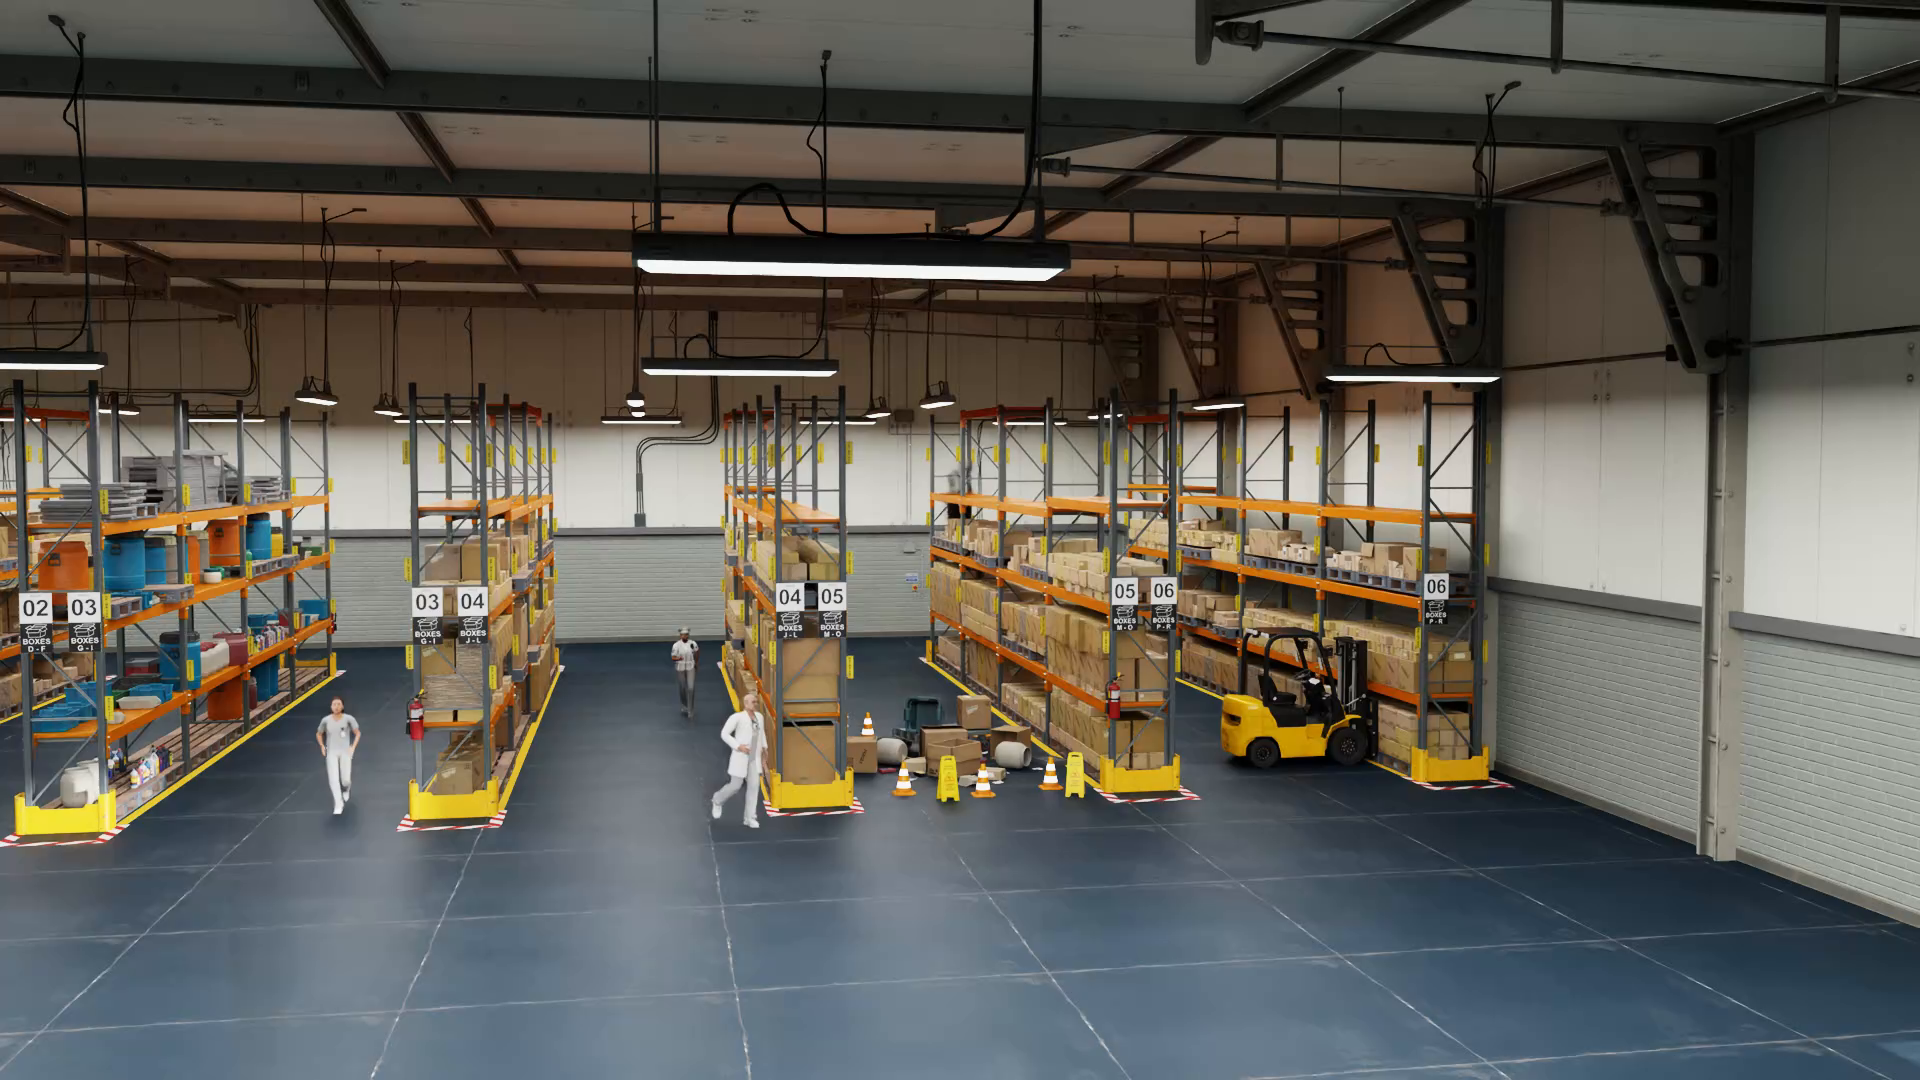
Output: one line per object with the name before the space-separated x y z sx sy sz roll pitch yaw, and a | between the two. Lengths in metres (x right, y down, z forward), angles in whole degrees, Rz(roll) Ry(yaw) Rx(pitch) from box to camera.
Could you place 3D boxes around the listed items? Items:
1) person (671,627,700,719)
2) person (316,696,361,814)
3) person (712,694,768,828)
person | -5.285 2.537 32.011 0.564 1.754 0.794 -1 3 -10
person | -8.732 2.998 23.363 0.593 1.627 0.664 -1 3 -15
person | -2.862 2.972 22.588 0.772 1.733 0.973 -2 4 -40
